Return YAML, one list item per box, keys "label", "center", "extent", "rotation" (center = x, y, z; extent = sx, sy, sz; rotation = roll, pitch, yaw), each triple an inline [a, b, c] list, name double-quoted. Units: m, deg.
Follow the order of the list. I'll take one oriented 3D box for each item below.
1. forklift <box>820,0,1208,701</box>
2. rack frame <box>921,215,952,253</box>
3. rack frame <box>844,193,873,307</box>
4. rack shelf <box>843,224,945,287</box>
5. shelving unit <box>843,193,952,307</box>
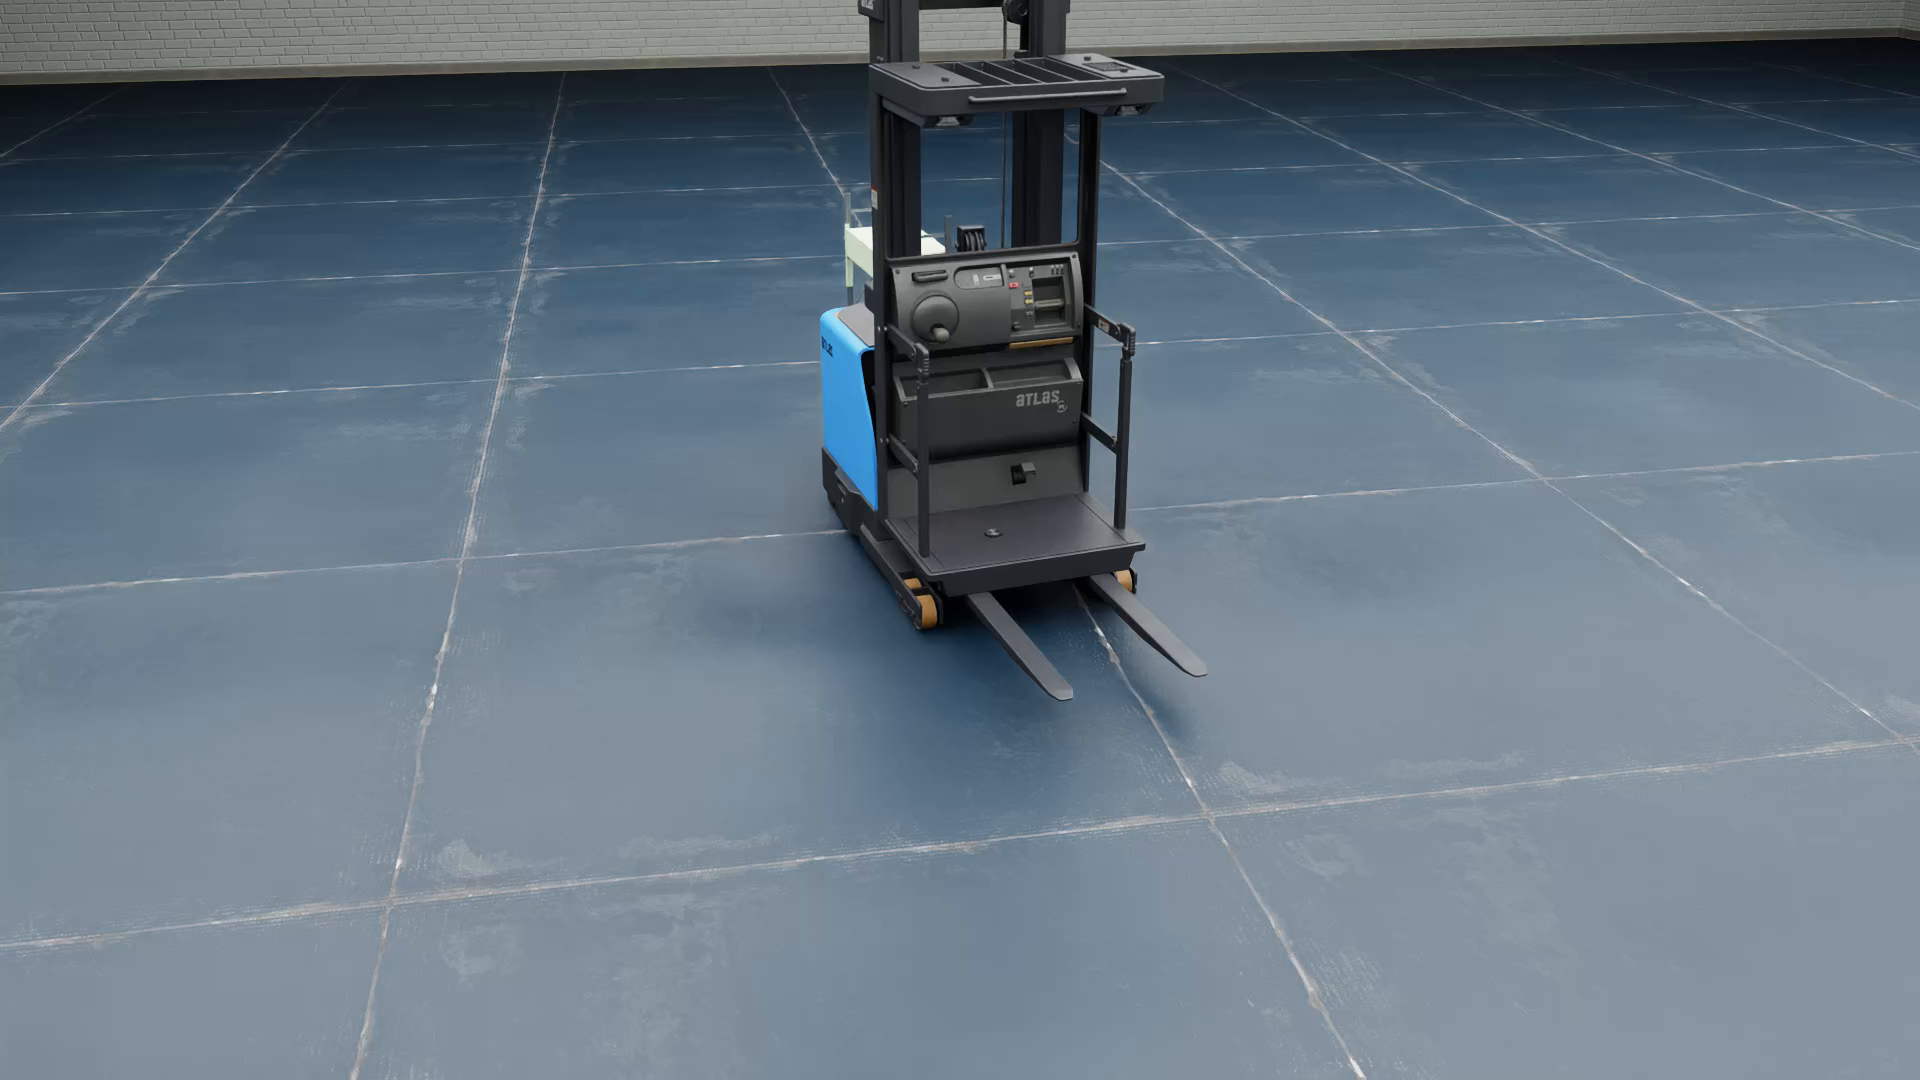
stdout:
- label: "forklift"
  center: [0.210, -1.107, 7.623]
  extent: [1.130, 2.935, 3.031]
  rotation: [-8, 25, -18]
- label: "rack frame"
  center: [-0.237, -1.056, 9.293]
  extent: [0.400, 1.500, 0.023]
  rotation: [-8, 25, -17]
- label: "rack frame"
  center: [-0.477, -1.333, 9.927]
  extent: [0.400, 1.500, 0.023]
  rotation: [-8, 25, -17]
- label: "rack shelf"
  center: [-0.357, -1.552, 9.454]
  extent: [0.431, 0.370, 0.720]
  rotation: [-8, 25, -17]
- label: "shelving unit"
  center: [-0.357, -1.194, 9.610]
  extent: [0.431, 1.500, 0.755]
  rotation: [-8, 25, -17]
